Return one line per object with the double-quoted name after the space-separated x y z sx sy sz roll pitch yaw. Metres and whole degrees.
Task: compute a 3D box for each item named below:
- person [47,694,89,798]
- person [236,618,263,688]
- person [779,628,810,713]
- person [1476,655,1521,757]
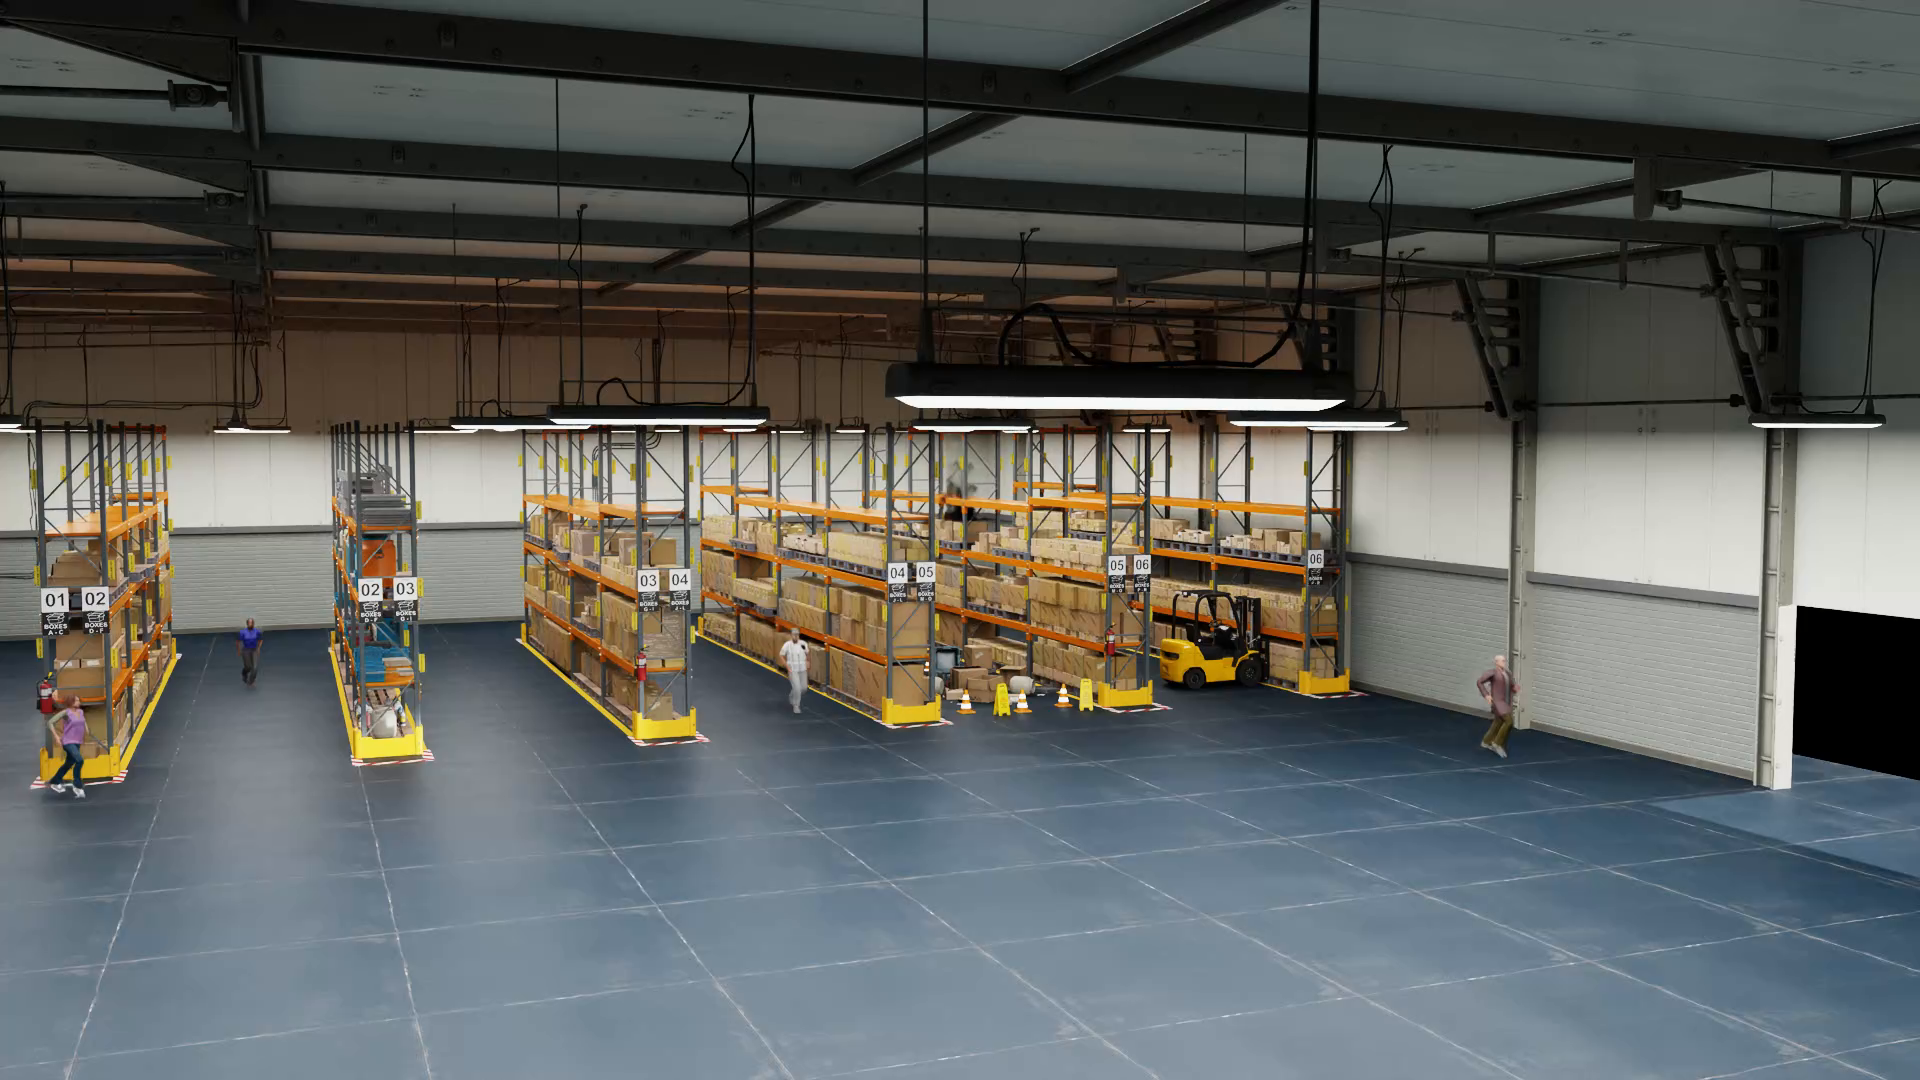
-14.185 3.279 26.511 0.695 1.643 0.536 0 4 7 "person"
-16.105 2.577 37.739 0.560 1.594 0.590 -2 4 -35 "person"
-3.427 2.693 34.655 0.658 1.766 0.635 -2 4 -26 "person"
9.698 3.012 29.850 0.671 1.748 0.798 -3 5 -43 "person"
